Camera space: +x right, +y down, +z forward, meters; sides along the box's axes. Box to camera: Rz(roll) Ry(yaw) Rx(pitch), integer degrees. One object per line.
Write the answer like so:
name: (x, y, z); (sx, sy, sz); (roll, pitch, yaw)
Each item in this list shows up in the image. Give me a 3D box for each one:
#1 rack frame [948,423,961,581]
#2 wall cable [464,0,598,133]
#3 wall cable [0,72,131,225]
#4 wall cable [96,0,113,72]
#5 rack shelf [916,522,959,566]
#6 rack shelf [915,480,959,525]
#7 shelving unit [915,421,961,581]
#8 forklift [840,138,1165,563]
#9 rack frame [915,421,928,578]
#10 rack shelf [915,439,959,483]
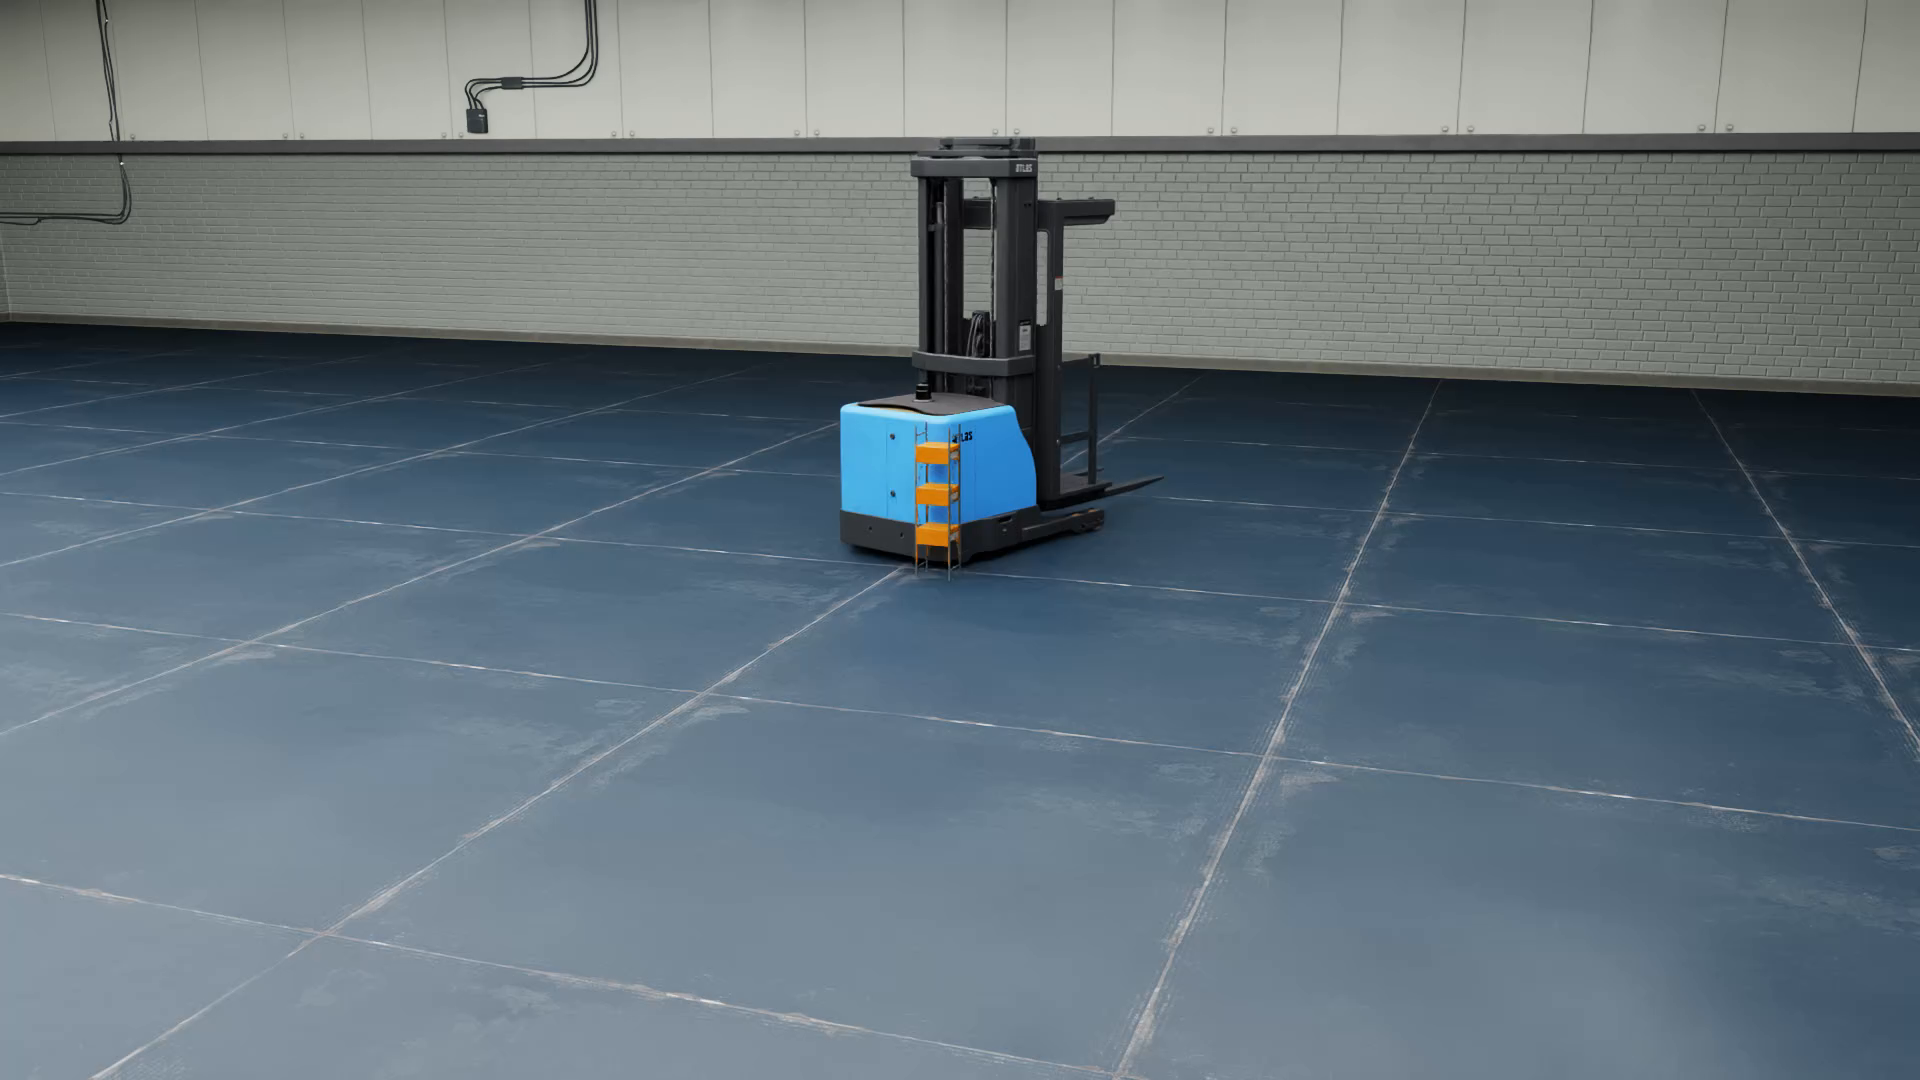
rack frame: (-0.037, -0.255, 11.247); (0.008, 1.050, 0.200); (5, 14, 22)
wall cable: (-6.482, -9.125, 24.603); (2.305, 6.003, 0.169); (4, 14, 18)
wall cable: (-15.460, -6.640, 28.336); (3.097, 2.526, 0.112); (4, 14, 18)
wall cable: (-12.900, -8.908, 26.921); (3.097, 2.526, 0.112); (4, 14, 18)
rack shelf: (-0.150, 0.016, 11.356); (0.240, 0.259, 0.215); (5, 14, 22)
rack shelf: (-0.150, -0.255, 11.294); (0.240, 0.259, 0.215); (5, 14, 22)
shelving unit: (-0.150, -0.265, 11.292); (0.252, 1.050, 0.215); (5, 14, 22)
forklift: (0.466, -1.533, 12.617); (1.130, 2.935, 3.031); (11, 17, 39)
rack frame: (-0.263, -0.276, 11.336); (0.008, 1.050, 0.200); (5, 14, 22)
rack shelf: (-0.150, -0.532, 11.231); (0.240, 0.259, 0.215); (5, 14, 22)
